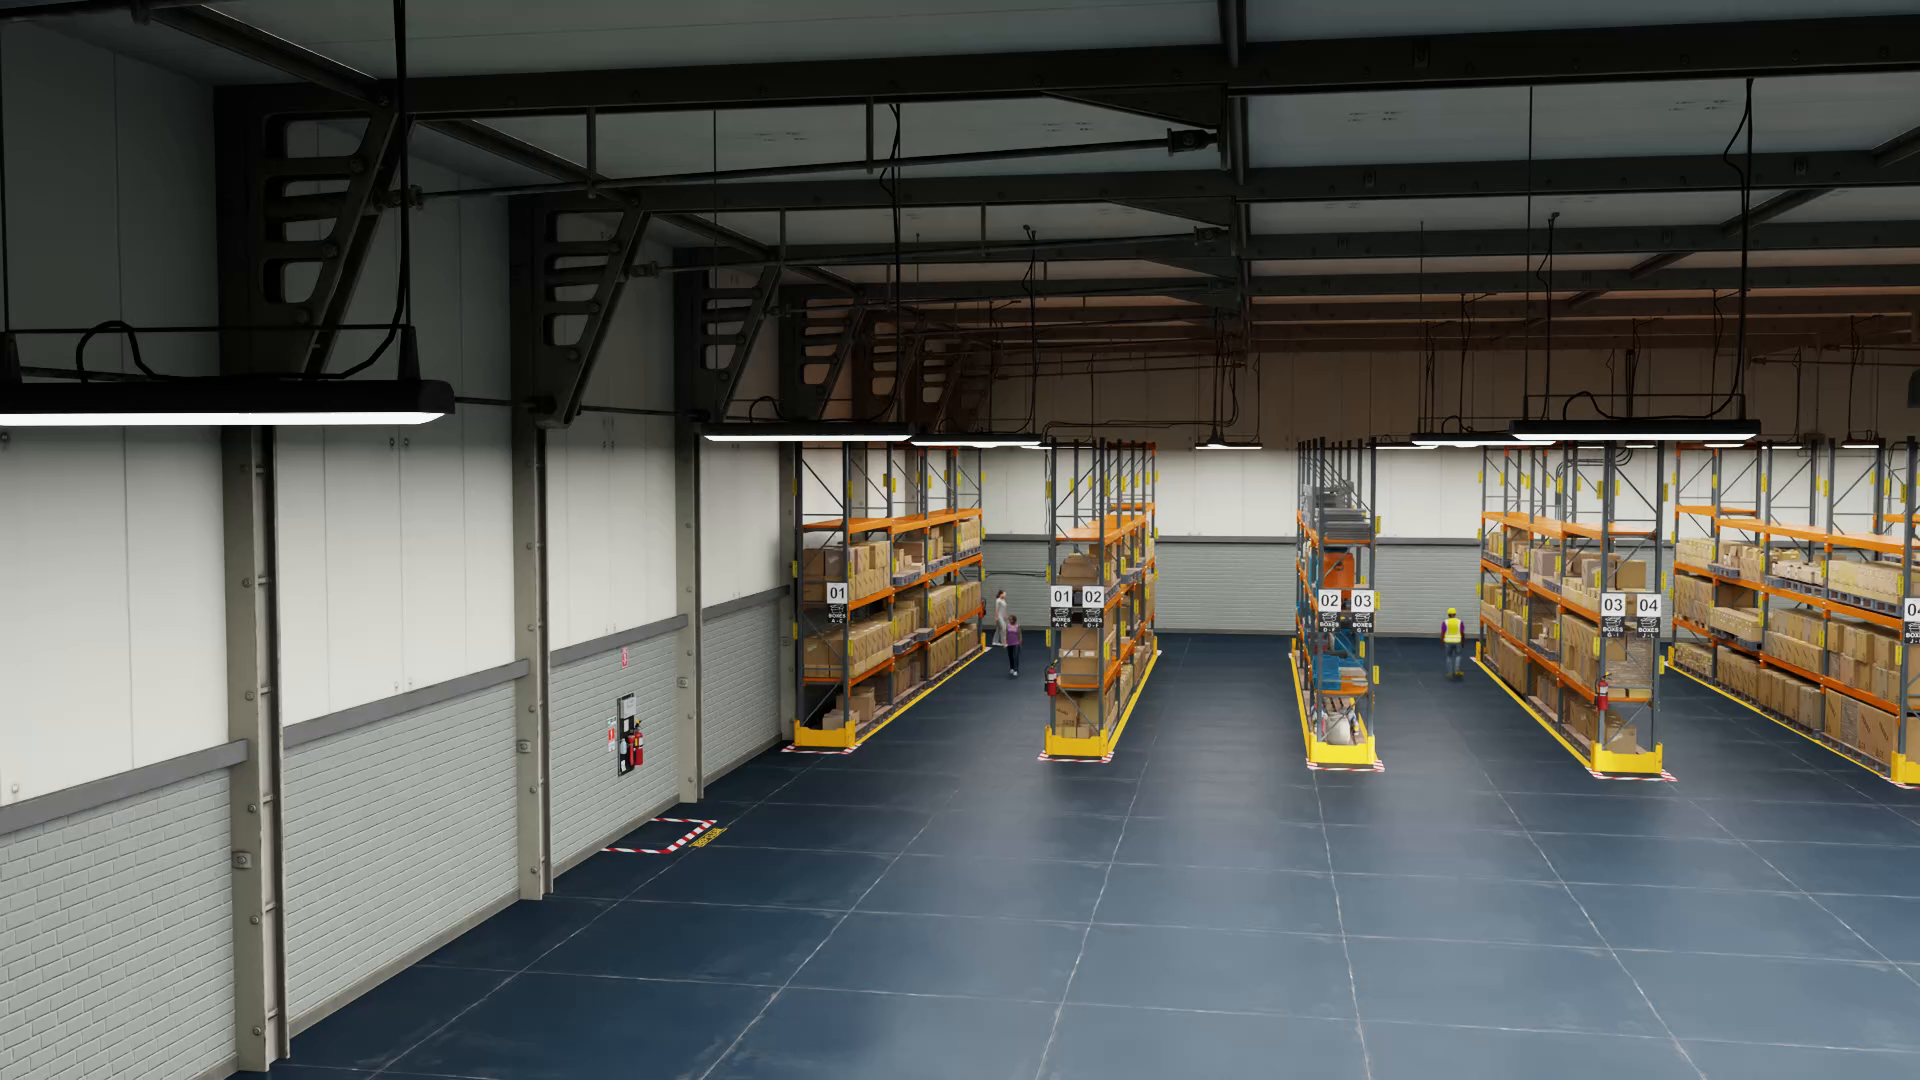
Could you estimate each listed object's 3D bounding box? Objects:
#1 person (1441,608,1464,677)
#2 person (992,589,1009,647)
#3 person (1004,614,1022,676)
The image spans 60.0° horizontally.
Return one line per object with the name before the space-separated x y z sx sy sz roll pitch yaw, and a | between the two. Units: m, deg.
person | 12.530 2.611 42.294 0.594 1.765 0.548 0 3 9
person | 1.239 2.302 49.015 0.611 1.691 0.482 1 3 24
person | 1.357 2.683 42.599 0.434 1.559 0.808 1 3 19
